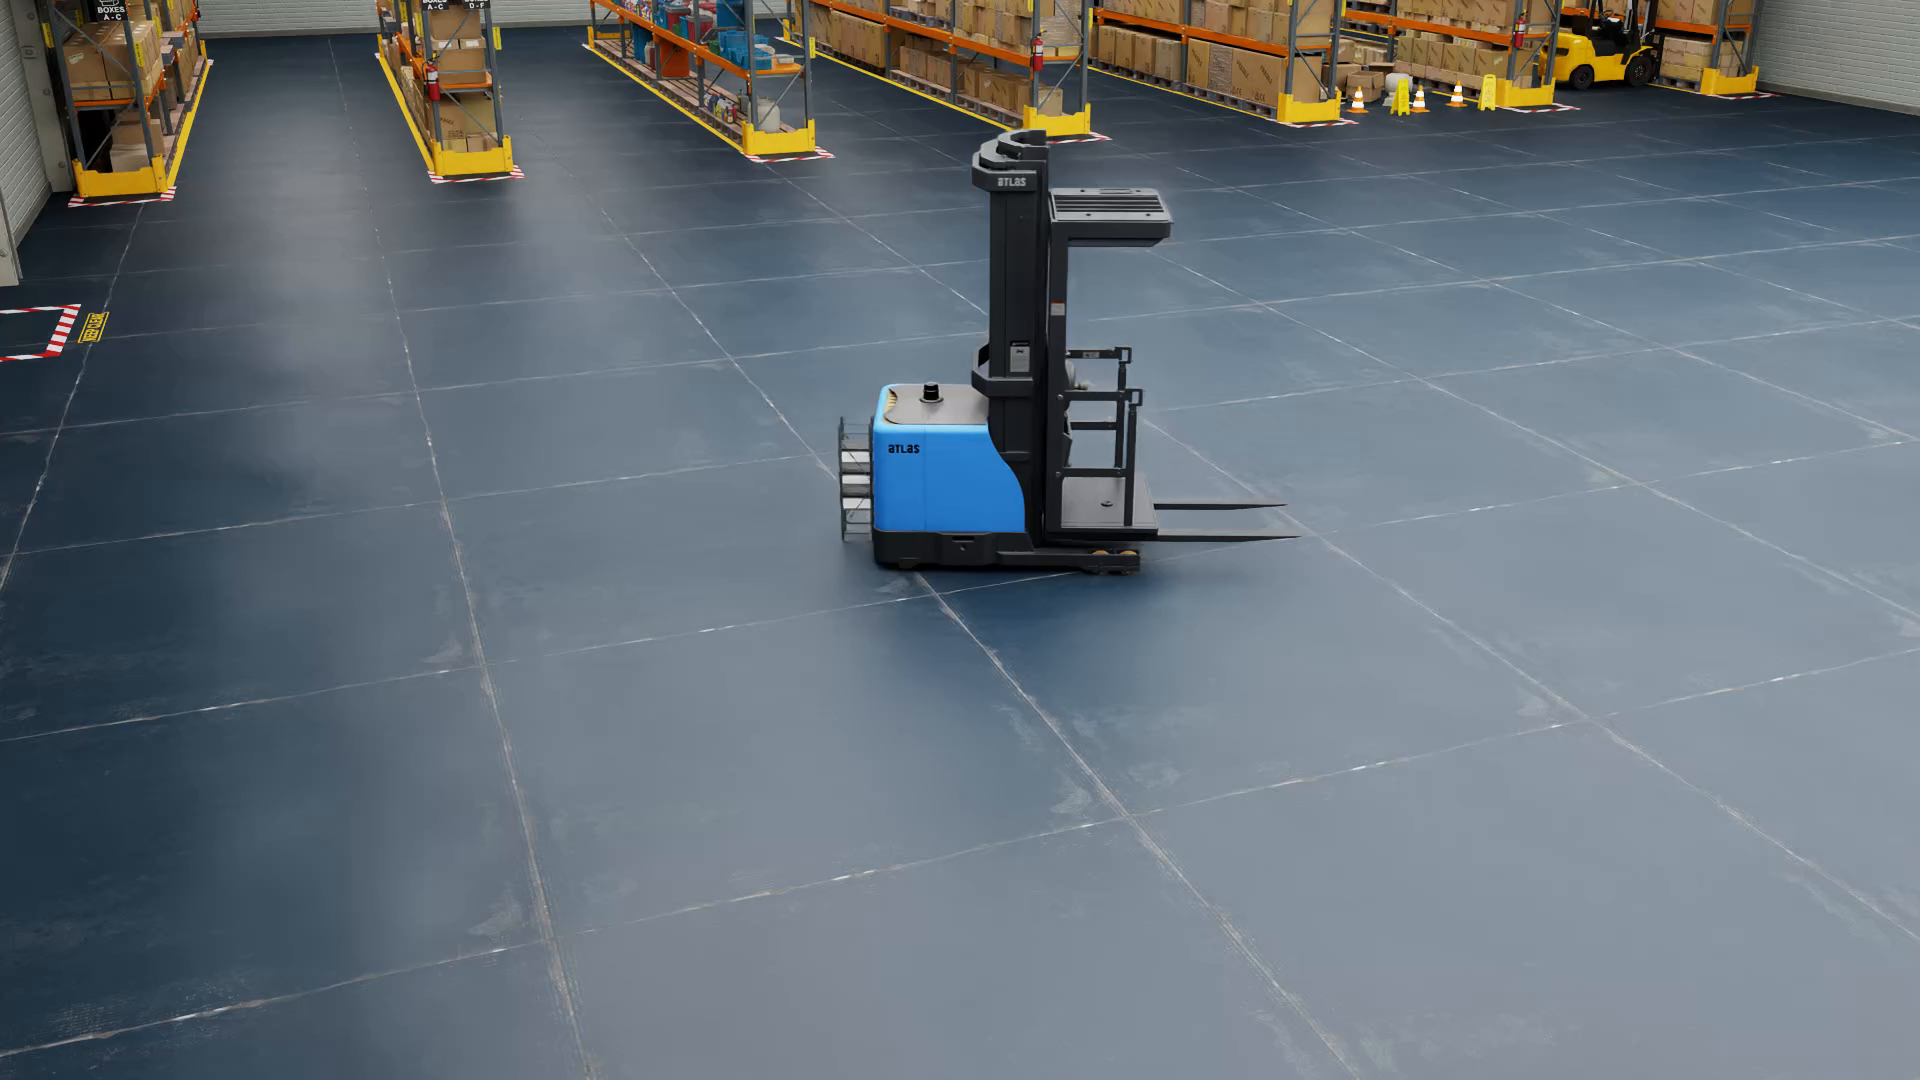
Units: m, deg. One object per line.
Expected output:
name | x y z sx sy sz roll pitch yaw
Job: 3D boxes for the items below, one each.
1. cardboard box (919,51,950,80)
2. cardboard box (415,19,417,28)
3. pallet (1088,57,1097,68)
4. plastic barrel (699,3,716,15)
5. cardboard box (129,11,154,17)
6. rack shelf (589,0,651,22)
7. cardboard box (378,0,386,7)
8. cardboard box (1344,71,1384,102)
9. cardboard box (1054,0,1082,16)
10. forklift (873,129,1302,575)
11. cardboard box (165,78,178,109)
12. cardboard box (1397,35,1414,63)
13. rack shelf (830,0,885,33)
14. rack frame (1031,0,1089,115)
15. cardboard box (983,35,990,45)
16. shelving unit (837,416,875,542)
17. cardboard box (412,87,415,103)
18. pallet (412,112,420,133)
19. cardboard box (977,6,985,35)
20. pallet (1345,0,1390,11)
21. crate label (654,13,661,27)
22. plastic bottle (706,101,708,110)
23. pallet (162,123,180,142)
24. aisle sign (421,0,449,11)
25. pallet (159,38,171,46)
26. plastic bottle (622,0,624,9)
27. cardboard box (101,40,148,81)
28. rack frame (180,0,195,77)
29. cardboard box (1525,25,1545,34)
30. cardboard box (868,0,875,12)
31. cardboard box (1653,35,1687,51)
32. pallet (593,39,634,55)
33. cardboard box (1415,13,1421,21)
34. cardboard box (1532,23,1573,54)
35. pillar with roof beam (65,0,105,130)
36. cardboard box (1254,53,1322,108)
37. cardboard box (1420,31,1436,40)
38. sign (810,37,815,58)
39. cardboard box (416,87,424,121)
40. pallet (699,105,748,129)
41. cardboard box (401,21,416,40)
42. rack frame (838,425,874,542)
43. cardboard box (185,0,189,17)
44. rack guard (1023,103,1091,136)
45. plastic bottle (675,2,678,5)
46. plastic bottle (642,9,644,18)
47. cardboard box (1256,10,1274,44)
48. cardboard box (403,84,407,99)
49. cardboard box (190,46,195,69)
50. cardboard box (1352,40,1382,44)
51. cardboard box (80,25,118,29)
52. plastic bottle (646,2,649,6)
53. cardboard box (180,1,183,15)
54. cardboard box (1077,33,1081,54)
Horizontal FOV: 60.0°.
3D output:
cardboard box | -0.441 -9.782 34.248 0.700 0.500 0.500 -6 24 -15
cardboard box | -9.053 -8.786 28.269 0.380 0.149 0.250 -8 24 -19
pallet | 3.291 -11.019 38.122 1.003 0.211 1.213 -8 24 -19
plastic barrel | -4.876 -10.107 32.194 0.433 0.535 0.433 0 23 0
cardboard box | -14.200 -8.761 28.480 0.700 0.500 0.500 -5 23 -12
rack shelf | -7.864 -12.545 39.079 1.077 0.370 4.000 -8 24 -19
cardboard box | -11.834 -11.509 35.024 0.700 0.500 0.500 -18 29 -36
cardboard box | 7.998 -8.970 32.884 0.637 0.503 0.797 12 26 27
cardboard box | 1.776 -9.351 28.774 0.500 0.500 0.500 -8 24 -19
forklift | 0.911 -1.315 11.597 3.031 2.935 1.130 0 23 1
cardboard box | -14.709 -8.134 30.338 0.700 0.500 0.500 -8 24 -18
cardboard box | 9.529 -10.303 34.867 0.500 0.500 0.500 -7 24 -16
rack shelf | -1.817 -11.772 37.243 1.077 0.370 4.000 -8 24 -19
rack frame | 1.716 -8.470 28.483 1.000 3.000 0.127 -8 24 -19
cardboard box | 0.639 -9.145 30.408 0.380 0.149 0.250 -8 24 -19
shelving unit | -0.749 -0.442 12.138 0.258 0.900 0.210 0 23 1
cardboard box | -9.378 -7.858 29.309 0.500 0.311 0.500 -8 24 -19
pallet | -9.263 -7.543 29.873 1.003 0.211 1.213 -8 24 -19
cardboard box | 0.818 -9.580 30.605 0.875 0.500 0.500 -8 24 -19
pallet | 8.898 -11.934 36.949 1.003 0.211 1.213 -8 24 -19
crate label | -5.946 -10.415 33.314 0.303 0.233 0.416 -8 24 -19
plastic bottle | -4.557 -7.907 30.184 0.097 0.201 0.097 0 23 0
pallet | -13.876 -6.882 28.306 1.003 0.211 1.213 -8 24 -19
aisle sign | -7.805 -8.245 24.604 0.394 0.787 0.004 -8 24 -19
pallet | -14.275 -8.535 28.886 1.003 0.211 1.213 -8 24 -19
plastic bottle | -7.427 -11.905 36.783 0.061 0.283 0.133 -8 24 -19
cardboard box | -12.074 -6.931 24.034 0.500 0.500 0.500 -8 24 -19
rack frame | -16.425 -10.791 33.990 1.000 3.000 0.127 -8 24 -19
cardboard box | 11.060 -9.865 32.118 0.380 0.149 0.250 -8 24 -19
cardboard box | -1.687 -11.750 36.136 0.500 0.500 0.500 -9 24 -19
cardboard box | 14.801 -10.390 34.751 0.500 0.250 0.500 -8 24 -18
pallet | -8.315 -12.014 40.482 1.003 0.211 1.213 -8 24 -19
cardboard box | 9.645 -10.831 34.410 0.380 0.149 0.250 -8 24 -19
cardboard box | 13.754 -11.535 38.273 0.875 0.625 0.625 -9 24 -20
pillar with roof beam | -11.335 -12.102 29.376 9.100 9.000 0.400 -8 24 -19
cardboard box | 6.090 -8.565 30.904 0.875 0.875 0.875 -8 24 -19
cardboard box | 9.701 -10.362 34.172 0.380 0.149 0.250 -7 24 -17
sign | -2.402 -7.991 26.992 0.100 0.325 0.005 -8 24 -19
cardboard box | -8.742 -7.262 27.652 0.500 0.500 0.500 -8 24 -19
pallet | -4.133 -7.709 30.268 1.003 0.211 1.213 -8 24 -19
cardboard box | -10.245 -9.626 31.341 0.500 0.311 0.500 -9 24 -20
rack frame | -0.751 -0.402 12.045 0.240 0.900 0.006 0 23 1
cardboard box | -16.855 -11.394 35.036 0.980 0.700 0.700 -9 24 -20
rack guard | 1.689 -7.345 29.034 1.175 0.500 0.348 -8 24 -19
plastic bottle | -6.018 -11.305 35.375 0.097 0.271 0.097 0 23 0
plastic bottle | -6.598 -11.034 34.823 0.097 0.201 0.097 0 23 0
cardboard box | 6.003 -9.508 30.753 0.875 0.550 0.550 -8 24 -19
cardboard box | -10.291 -8.532 31.630 0.500 0.250 0.500 -9 24 -20
cardboard box | -16.768 -10.301 35.506 0.700 0.500 0.500 -9 24 -20
cardboard box | 8.882 -10.969 37.255 0.950 0.372 0.625 -8 24 -17
cardboard box | -13.450 -7.782 26.053 0.500 0.500 0.500 -8 24 -19
plastic bottle | -6.620 -11.234 35.191 0.061 0.283 0.133 -8 24 -19
cardboard box | -16.027 -10.850 33.593 0.500 0.500 0.500 -9 24 -20
cardboard box | 2.908 -11.454 38.242 0.500 0.500 0.500 -7 24 -17
